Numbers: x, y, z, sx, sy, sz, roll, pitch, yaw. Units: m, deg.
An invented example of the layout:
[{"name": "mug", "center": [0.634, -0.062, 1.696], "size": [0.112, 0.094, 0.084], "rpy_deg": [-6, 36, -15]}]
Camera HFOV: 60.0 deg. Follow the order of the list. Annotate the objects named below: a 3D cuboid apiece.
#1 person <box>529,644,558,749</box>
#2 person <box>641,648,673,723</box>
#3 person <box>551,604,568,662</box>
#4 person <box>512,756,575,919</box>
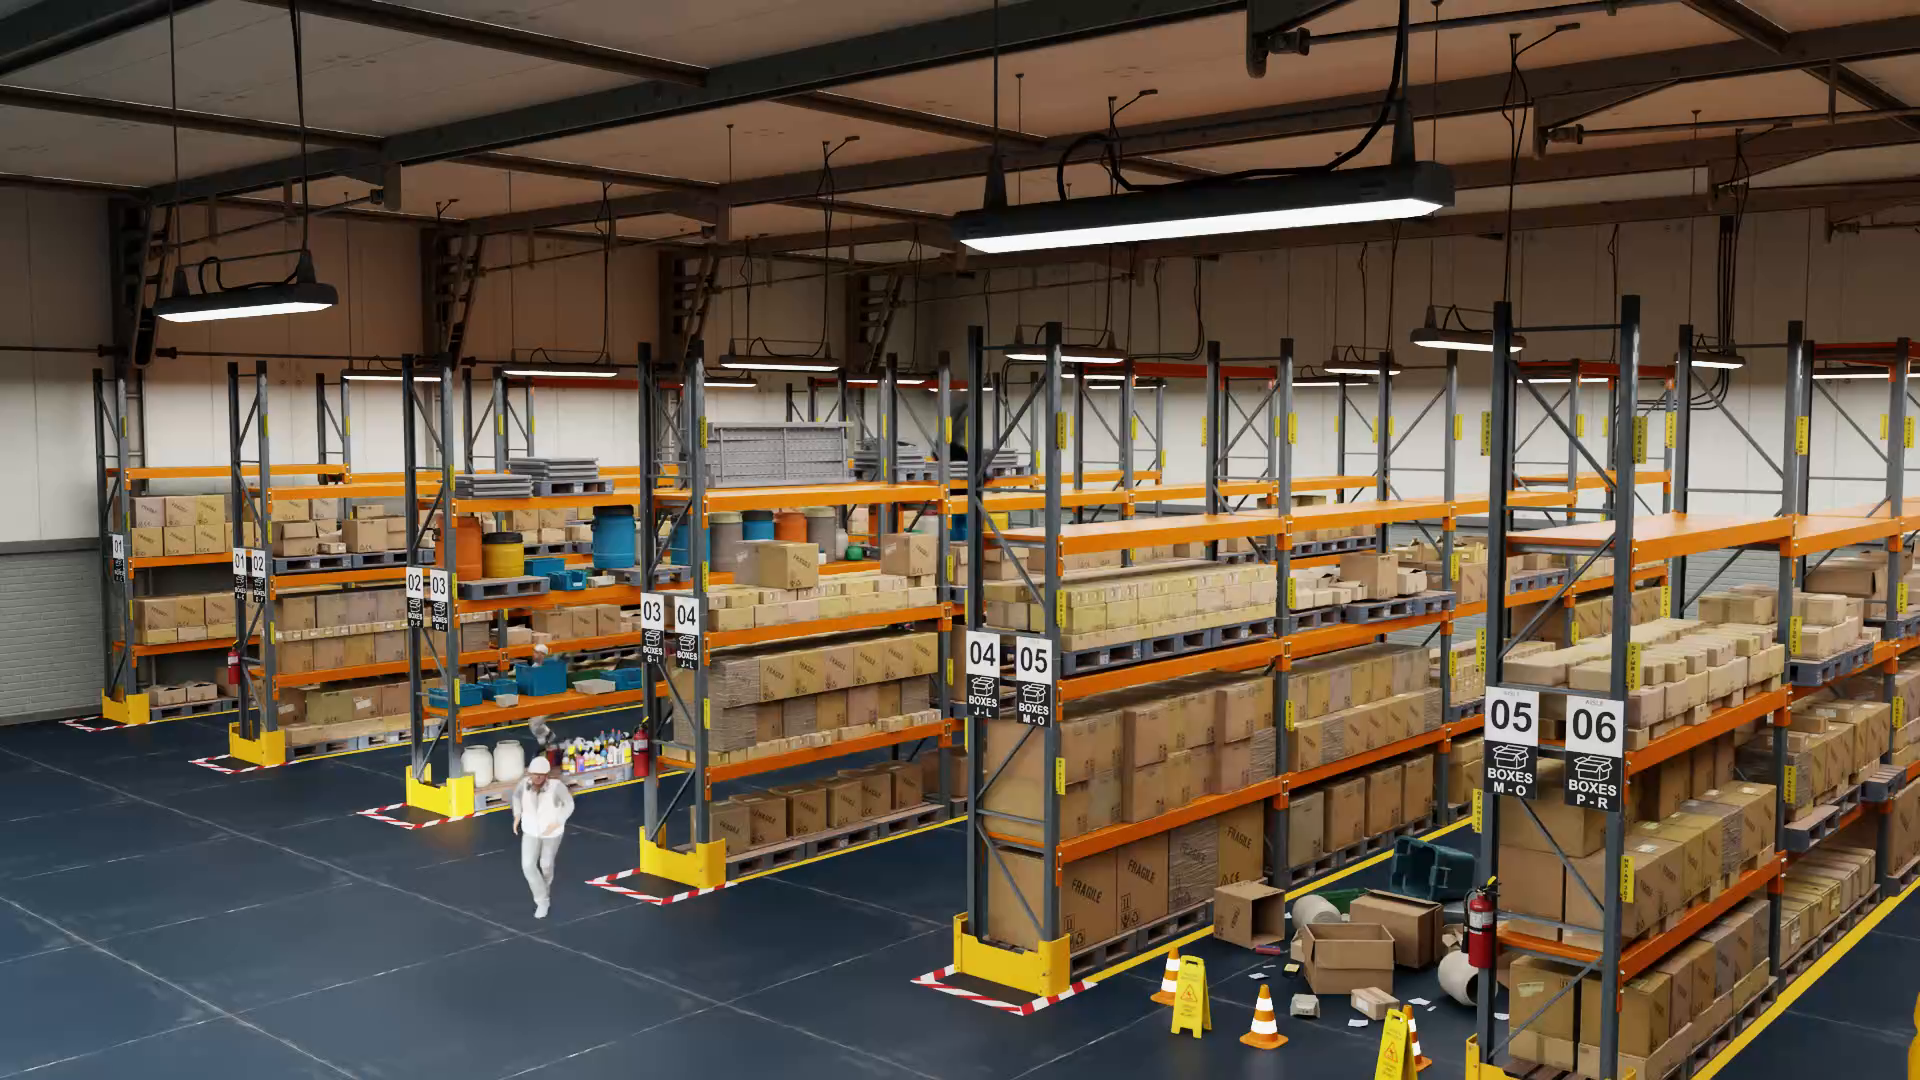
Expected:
[{"name": "person", "center": [-6.355, 2.447, 25.130], "size": [0.654, 1.744, 0.494], "rpy_deg": [3, 5, 37]}, {"name": "person", "center": [-5.026, 2.294, 27.593], "size": [0.518, 1.696, 0.887], "rpy_deg": [3, 5, 34]}, {"name": "person", "center": [-7.468, 2.041, 31.168], "size": [0.592, 1.722, 0.763], "rpy_deg": [4, 5, 40]}, {"name": "person", "center": [-4.359, 3.062, 17.506], "size": [0.667, 1.723, 0.988], "rpy_deg": [0, 4, -1]}]
